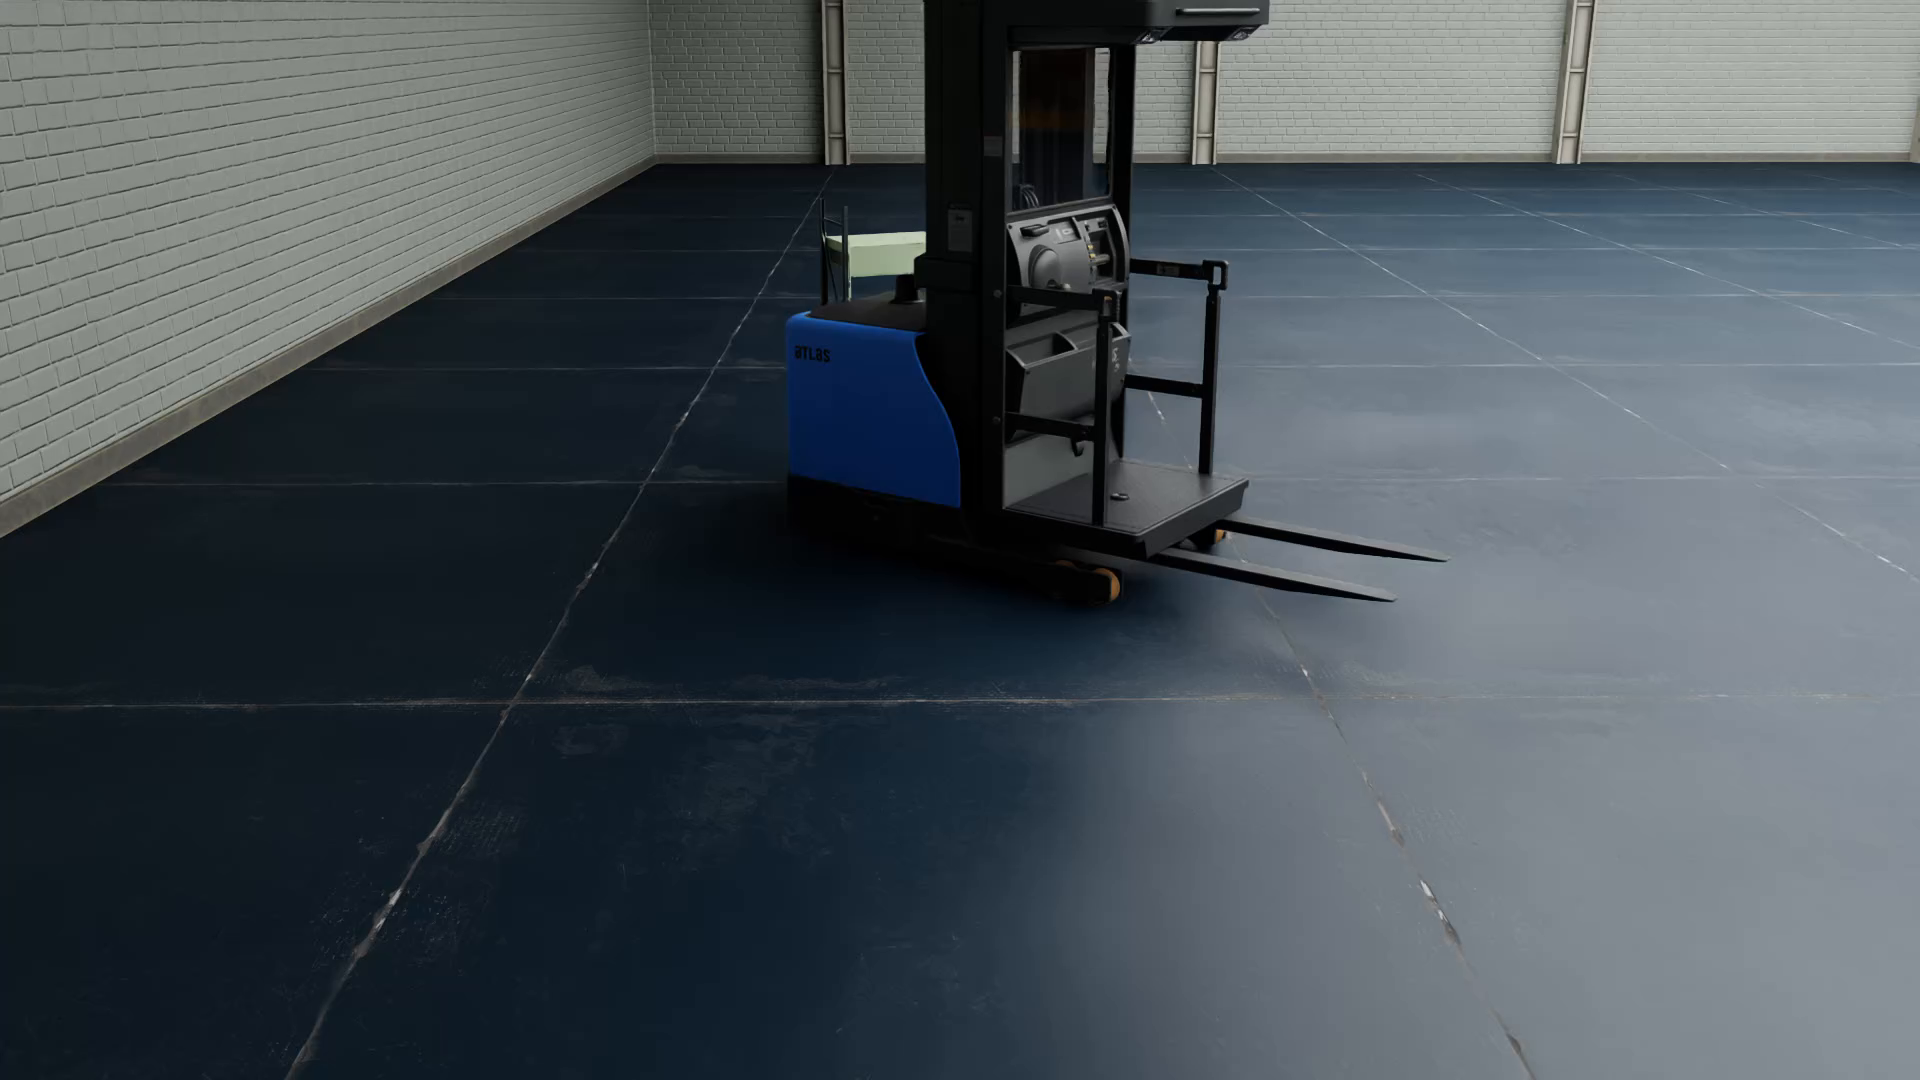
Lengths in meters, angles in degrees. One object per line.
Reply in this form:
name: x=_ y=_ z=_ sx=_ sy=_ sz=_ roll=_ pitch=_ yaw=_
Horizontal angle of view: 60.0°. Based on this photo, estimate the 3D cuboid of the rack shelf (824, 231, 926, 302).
rack shelf: x=-0.317 y=-1.437 z=8.794 sx=0.720 sy=0.370 sz=0.431 roll=-7 pitch=19 yaw=-22

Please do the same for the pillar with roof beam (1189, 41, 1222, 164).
pillar with roof beam: x=4.062 y=-9.170 z=21.901 sx=0.400 sy=9.000 sz=9.100 roll=0 pitch=18 yaw=-1

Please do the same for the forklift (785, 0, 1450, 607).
forklift: x=0.658 y=-1.291 z=7.273 sx=3.031 sy=2.935 sz=1.130 roll=12 pitch=21 yaw=33

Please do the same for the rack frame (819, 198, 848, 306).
rack frame: x=-0.655 y=-1.022 z=8.778 sx=0.023 sy=1.500 sz=0.400 roll=-7 pitch=19 yaw=-22

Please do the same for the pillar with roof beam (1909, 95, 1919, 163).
pillar with roof beam: x=16.060 y=-9.228 z=22.081 sx=0.400 sy=9.000 sz=9.100 roll=0 pitch=18 yaw=-1

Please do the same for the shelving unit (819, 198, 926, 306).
shelving unit: x=-0.317 y=-1.065 z=8.913 sx=0.755 sy=1.500 sz=0.431 roll=-7 pitch=19 yaw=-22

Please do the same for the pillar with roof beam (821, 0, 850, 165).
pillar with roof beam: x=-1.938 y=-9.141 z=21.810 sx=0.400 sy=9.000 sz=9.100 roll=0 pitch=18 yaw=-1

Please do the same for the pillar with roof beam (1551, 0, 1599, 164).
pillar with roof beam: x=10.061 y=-9.199 z=21.991 sx=0.400 sy=9.000 sz=9.100 roll=0 pitch=18 yaw=-1
